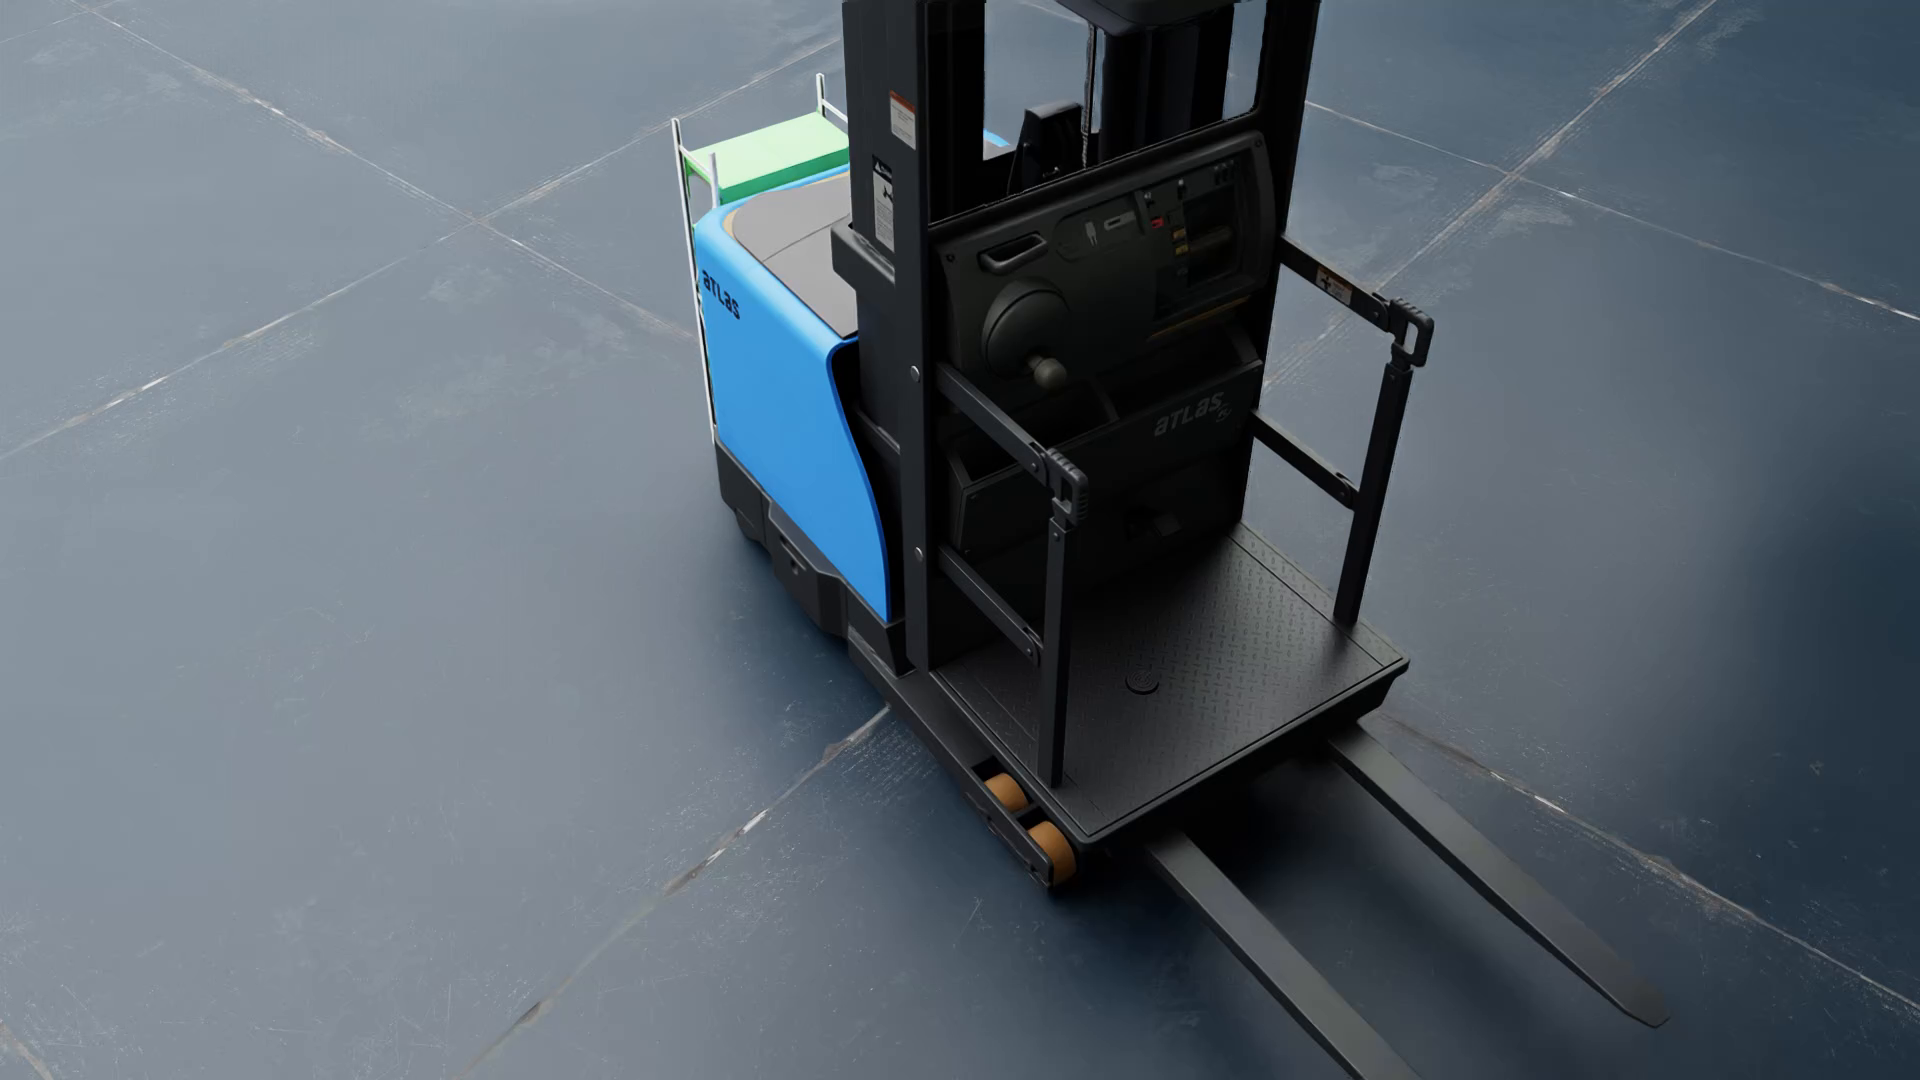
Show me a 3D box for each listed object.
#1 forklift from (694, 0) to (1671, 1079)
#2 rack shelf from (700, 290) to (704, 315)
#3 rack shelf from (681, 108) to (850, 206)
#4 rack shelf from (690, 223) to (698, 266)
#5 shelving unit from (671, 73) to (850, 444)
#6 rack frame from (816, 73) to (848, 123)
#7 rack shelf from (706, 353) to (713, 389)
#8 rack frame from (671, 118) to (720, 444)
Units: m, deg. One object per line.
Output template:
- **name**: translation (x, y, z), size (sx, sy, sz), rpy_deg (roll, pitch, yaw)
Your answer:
- **forklift**: translation (0.478, -0.567, 3.695), size (1.130, 2.935, 3.031), rpy_deg (-25, 48, -25)
- **rack shelf**: translation (-0.560, -0.754, 5.282), size (0.480, 0.148, 0.258), rpy_deg (-25, 48, -25)
- **rack shelf**: translation (-0.560, -1.109, 4.959), size (0.480, 0.148, 0.258), rpy_deg (-25, 48, -25)
- **rack shelf**: translation (-0.560, -0.931, 5.121), size (0.480, 0.148, 0.258), rpy_deg (-25, 48, -25)
- **shelving unit**: translation (-0.560, -0.801, 5.239), size (0.503, 1.200, 0.258), rpy_deg (-25, 48, -25)
- **rack frame**: translation (-0.359, -0.895, 5.342), size (0.015, 1.200, 0.240), rpy_deg (-25, 48, -25)
- **rack shelf**: translation (-0.560, -0.576, 5.444), size (0.480, 0.148, 0.258), rpy_deg (-25, 48, -25)
- **rack frame**: translation (-0.760, -0.708, 5.136), size (0.015, 1.200, 0.240), rpy_deg (-25, 48, -25)
